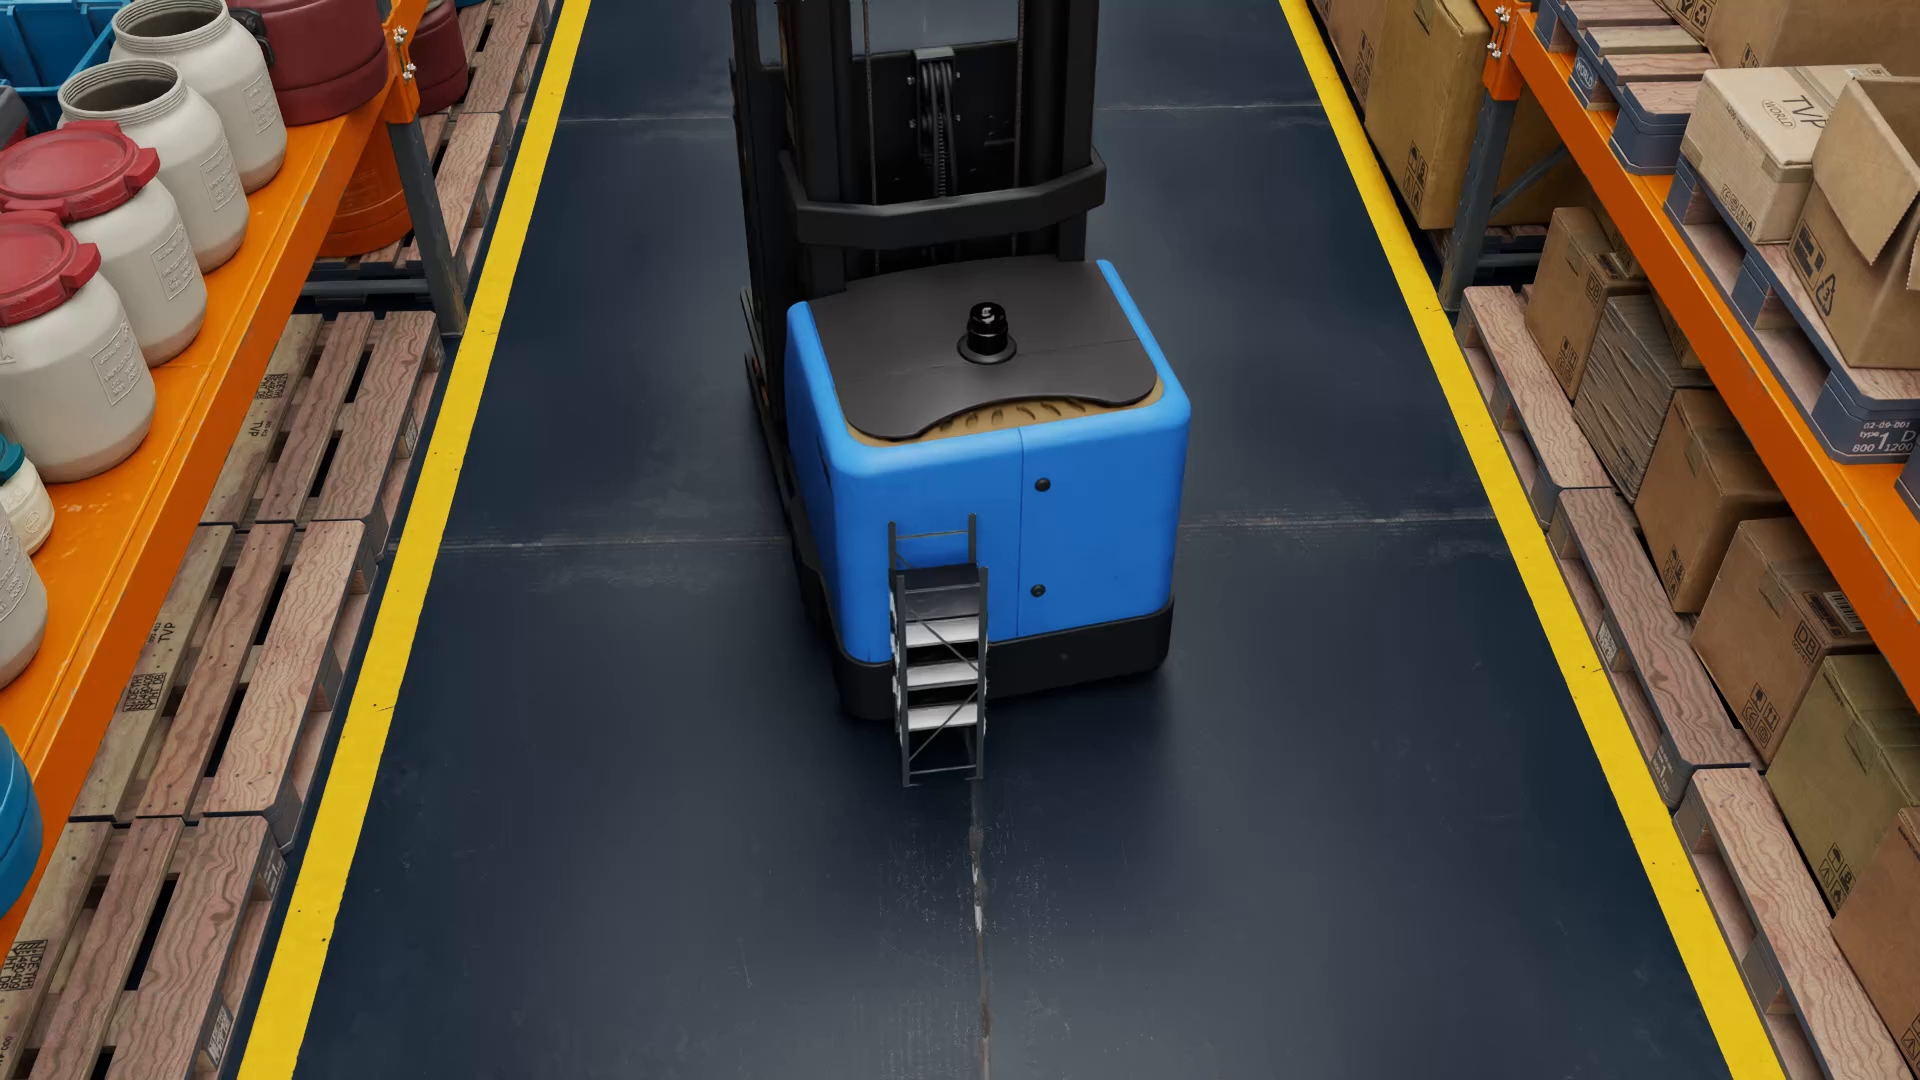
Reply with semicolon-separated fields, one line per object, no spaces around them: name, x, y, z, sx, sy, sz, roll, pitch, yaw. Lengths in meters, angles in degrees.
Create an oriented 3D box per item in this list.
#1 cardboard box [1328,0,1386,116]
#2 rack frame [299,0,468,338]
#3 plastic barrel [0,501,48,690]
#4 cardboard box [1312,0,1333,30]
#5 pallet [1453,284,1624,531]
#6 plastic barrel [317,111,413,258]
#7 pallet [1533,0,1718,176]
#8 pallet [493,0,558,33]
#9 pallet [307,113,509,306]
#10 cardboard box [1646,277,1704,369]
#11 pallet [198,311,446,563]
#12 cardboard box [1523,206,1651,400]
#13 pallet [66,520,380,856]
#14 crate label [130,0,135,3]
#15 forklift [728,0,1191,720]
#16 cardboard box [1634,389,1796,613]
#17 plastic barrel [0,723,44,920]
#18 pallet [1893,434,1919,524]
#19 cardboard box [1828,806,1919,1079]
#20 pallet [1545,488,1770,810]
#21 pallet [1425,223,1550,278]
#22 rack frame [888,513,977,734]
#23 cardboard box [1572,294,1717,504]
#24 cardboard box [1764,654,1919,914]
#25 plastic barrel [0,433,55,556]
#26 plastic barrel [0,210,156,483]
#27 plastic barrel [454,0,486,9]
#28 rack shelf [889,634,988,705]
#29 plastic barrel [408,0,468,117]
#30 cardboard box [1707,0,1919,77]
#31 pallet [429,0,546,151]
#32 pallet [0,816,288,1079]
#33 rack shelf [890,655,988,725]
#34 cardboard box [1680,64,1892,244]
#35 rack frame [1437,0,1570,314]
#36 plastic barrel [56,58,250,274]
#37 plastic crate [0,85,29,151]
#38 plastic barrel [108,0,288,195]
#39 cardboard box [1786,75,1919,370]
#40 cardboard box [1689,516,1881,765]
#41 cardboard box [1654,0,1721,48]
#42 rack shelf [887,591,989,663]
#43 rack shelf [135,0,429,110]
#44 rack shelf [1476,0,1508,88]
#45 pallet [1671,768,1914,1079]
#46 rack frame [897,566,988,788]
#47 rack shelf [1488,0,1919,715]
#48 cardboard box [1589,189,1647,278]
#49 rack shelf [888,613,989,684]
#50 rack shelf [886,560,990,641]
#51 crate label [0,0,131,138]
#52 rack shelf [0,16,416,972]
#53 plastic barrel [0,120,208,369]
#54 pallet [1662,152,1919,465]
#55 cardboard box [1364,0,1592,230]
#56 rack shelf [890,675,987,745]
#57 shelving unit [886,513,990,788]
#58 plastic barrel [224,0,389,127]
cardboard box;2.426;-2.522;7.543;1.225;0.875;0.875;-2;43;-2
rack frame;-2.484;-1.940;5.646;1.000;3.000;0.127;-2;43;-2
plastic barrel;-2.136;0.058;3.366;0.433;0.535;0.433;0;43;0
cardboard box;2.381;-3.119;8.194;1.225;0.875;0.875;-3;43;-3
pallet;2.496;-0.526;6.168;1.003;0.211;1.213;-2;43;-2
plastic barrel;-2.522;-1.624;6.597;0.600;0.830;0.708;-2;43;-2
pallet;2.601;-1.533;5.345;1.213;0.211;1.003;-2;43;-2
pallet;-2.663;-3.090;8.965;1.003;0.211;1.213;-2;43;-2
pallet;-2.559;-1.443;7.168;1.003;0.211;1.213;-2;43;-2
cardboard box;2.556;-0.790;5.361;0.500;0.250;0.500;3;43;3
pallet;-2.490;-0.388;6.017;1.003;0.211;1.213;-2;43;-2
cardboard box;2.513;-0.871;6.004;0.700;0.500;0.500;-4;43;-4
pallet;-2.441;0.434;5.120;1.003;0.211;1.213;-2;43;-2
crate label;-2.841;-1.583;5.381;0.303;0.233;0.416;-2;43;-2
forklift;-0.192;-1.543;5.264;1.130;2.935;3.031;-10;43;-10
cardboard box;2.580;-0.114;5.179;0.700;0.500;0.500;2;43;2
plastic barrel;-2.028;0.306;2.825;0.600;0.901;0.708;-2;43;-2
pallet;2.747;0.169;3.487;1.003;0.211;1.213;-2;43;-2
cardboard box;2.630;0.963;4.004;0.700;0.500;0.500;-5;43;-5
pallet;2.545;0.295;5.272;1.003;0.211;1.213;-2;43;-2
pallet;2.506;-1.588;7.326;1.003;0.211;1.213;-2;43;-2
rack frame;-0.077;0.261;4.788;0.240;0.900;0.006;-6;45;-6
cardboard box;2.549;-0.497;5.596;0.700;0.500;0.500;-5;43;-5
cardboard box;2.628;0.640;4.356;0.700;0.500;0.500;-2;43;-2
plastic barrel;-2.217;-0.086;3.726;0.301;0.262;0.301;0;43;0
plastic barrel;-2.167;-0.437;3.906;0.433;0.535;0.433;0;43;0
plastic barrel;-2.618;-3.176;8.237;0.600;0.901;0.708;-2;43;-2
rack shelf;-0.063;0.356;4.740;0.258;0.077;0.200;-6;45;-6
plastic barrel;-2.570;-2.298;7.511;0.600;0.588;0.708;-2;43;-2
cardboard box;2.651;-1.536;4.821;0.700;0.500;0.500;4;43;5
pallet;-2.608;-2.264;8.064;1.003;0.211;1.213;-2;43;-2
pallet;-2.386;1.260;4.220;1.003;0.211;1.213;-2;43;-2
rack shelf;-0.063;0.420;4.803;0.258;0.077;0.200;-6;45;-6
cardboard box;2.306;-1.043;4.468;0.500;0.250;0.500;-3;43;-3
rack frame;2.465;-2.082;5.801;1.000;3.000;0.127;-2;43;-2
plastic barrel;-2.209;-1.008;4.547;0.421;0.512;0.421;0;43;0
plastic crate;-2.721;-0.864;4.425;0.402;0.464;0.583;-2;43;-2
plastic barrel;-2.227;-1.293;4.857;0.421;0.512;0.421;0;43;0
cardboard box;2.468;-0.742;3.952;0.797;0.503;0.637;2;43;3
cardboard box;2.604;0.263;4.768;0.700;0.500;0.500;-5;43;-5
cardboard box;2.527;-1.910;5.229;0.500;0.500;0.500;-6;43;-7
rack shelf;-0.062;0.228;4.613;0.258;0.077;0.200;-6;45;-6
rack shelf;-2.569;-3.025;7.362;1.077;0.370;4.000;-2;43;-2
rack shelf;2.380;-3.167;7.517;1.077;0.370;4.000;-2;43;-2
pallet;2.600;1.121;4.371;1.003;0.211;1.213;-2;43;-2
rack frame;-0.048;0.403;4.645;0.240;0.900;0.006;-6;45;-6
rack shelf;2.549;-0.466;4.571;1.077;0.370;4.000;-2;43;-2
cardboard box;2.523;-1.147;5.751;0.500;0.250;0.500;0;43;0
rack shelf;-0.062;0.292;4.677;0.258;0.077;0.200;-6;45;-6
rack shelf;-0.061;0.163;4.550;0.258;0.077;0.200;-6;45;-6
crate label;-2.712;-1.274;4.894;0.502;0.435;0.616;-2;43;-2
rack shelf;-2.399;-0.324;4.416;1.077;0.370;4.000;-2;43;-2
plastic barrel;-2.185;-0.729;4.225;0.433;0.535;0.433;0;43;0
pallet;2.590;-0.676;4.409;1.003;0.211;1.213;-2;43;-2
cardboard box;2.456;-1.920;6.886;1.225;0.875;0.875;-3;43;-4
rack shelf;-0.064;0.484;4.866;0.258;0.077;0.200;-6;45;-6
shelving unit;-0.063;0.332;4.716;0.258;0.900;0.210;-6;45;-6
plastic barrel;-2.162;-1.685;5.268;0.600;0.536;0.708;-2;43;-2
